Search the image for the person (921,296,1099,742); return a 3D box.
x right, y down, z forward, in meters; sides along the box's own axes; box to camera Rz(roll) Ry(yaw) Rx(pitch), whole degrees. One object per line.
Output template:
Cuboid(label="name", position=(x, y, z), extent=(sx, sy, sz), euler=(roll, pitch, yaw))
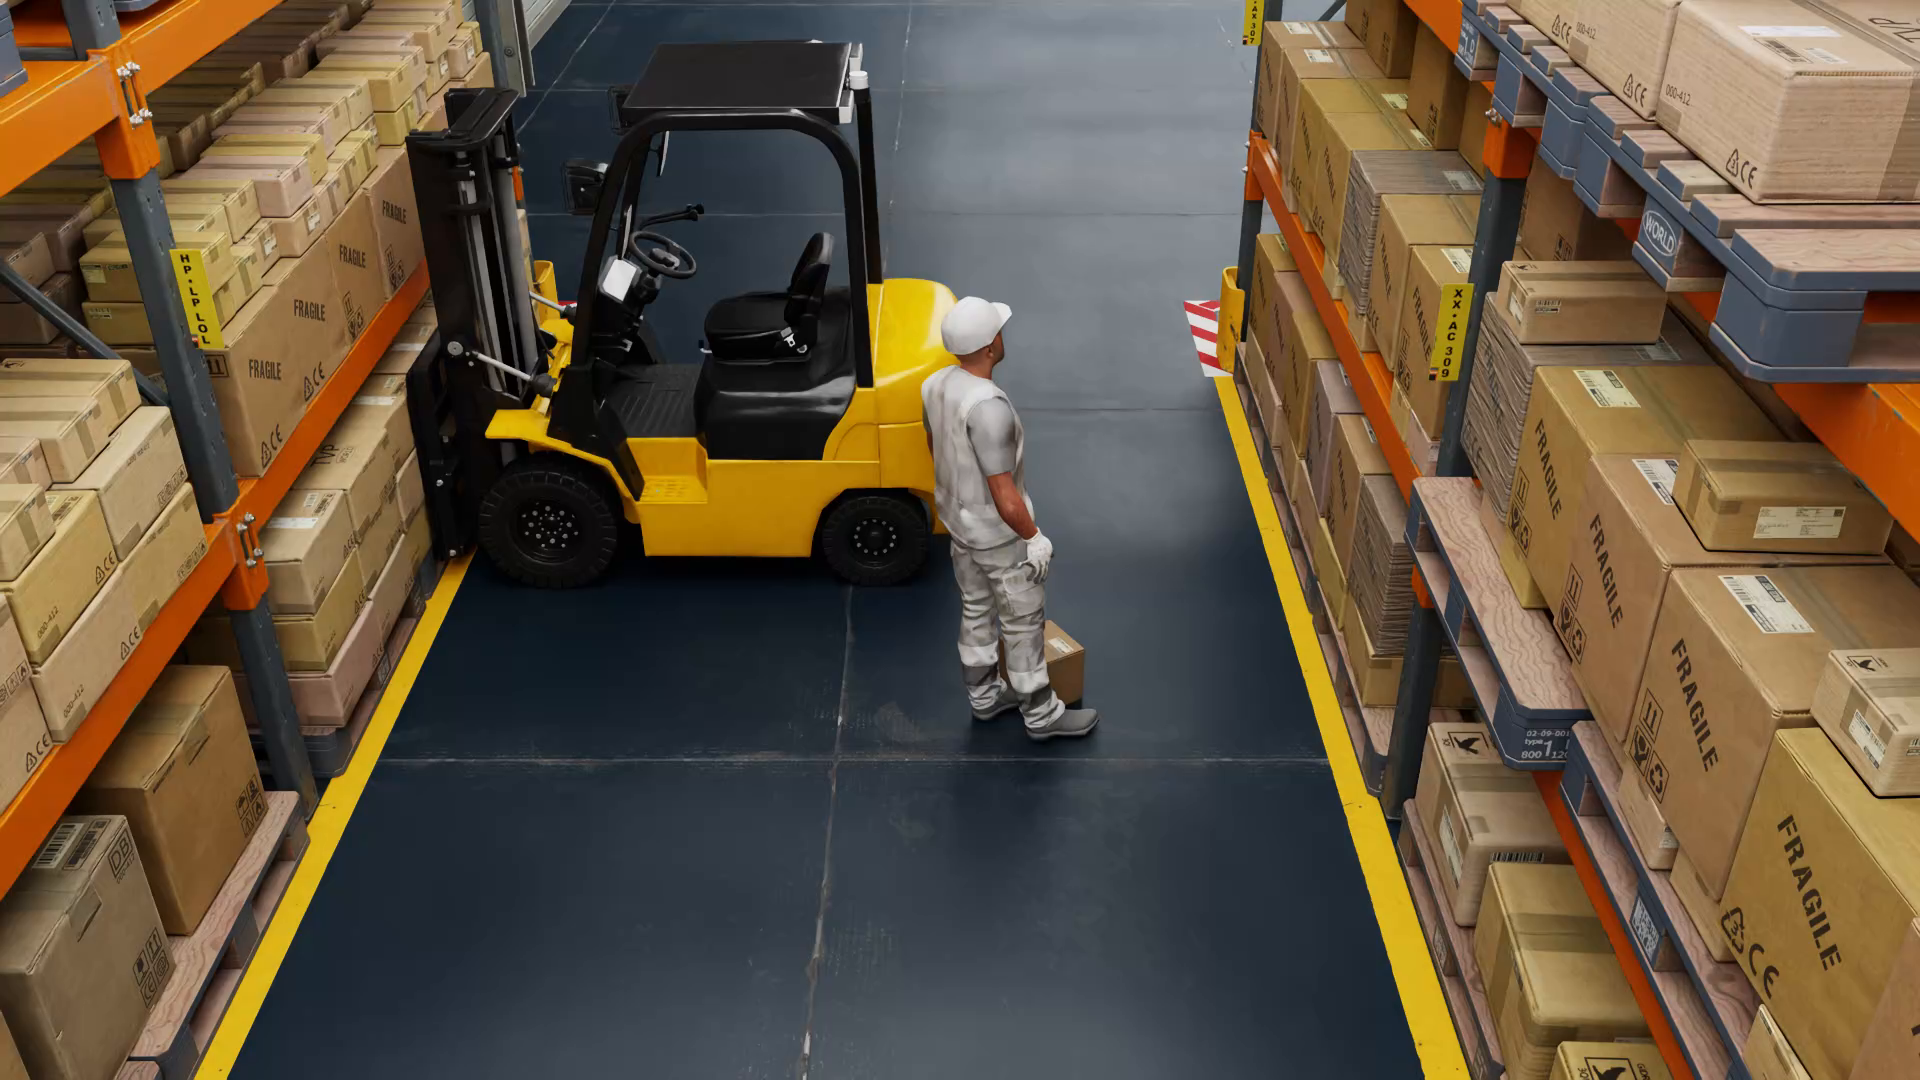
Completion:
Cuboid(label="person", position=(0.179, -0.081, 6.225), extent=(0.563, 1.789, 0.638), euler=(-16, 35, -25))
